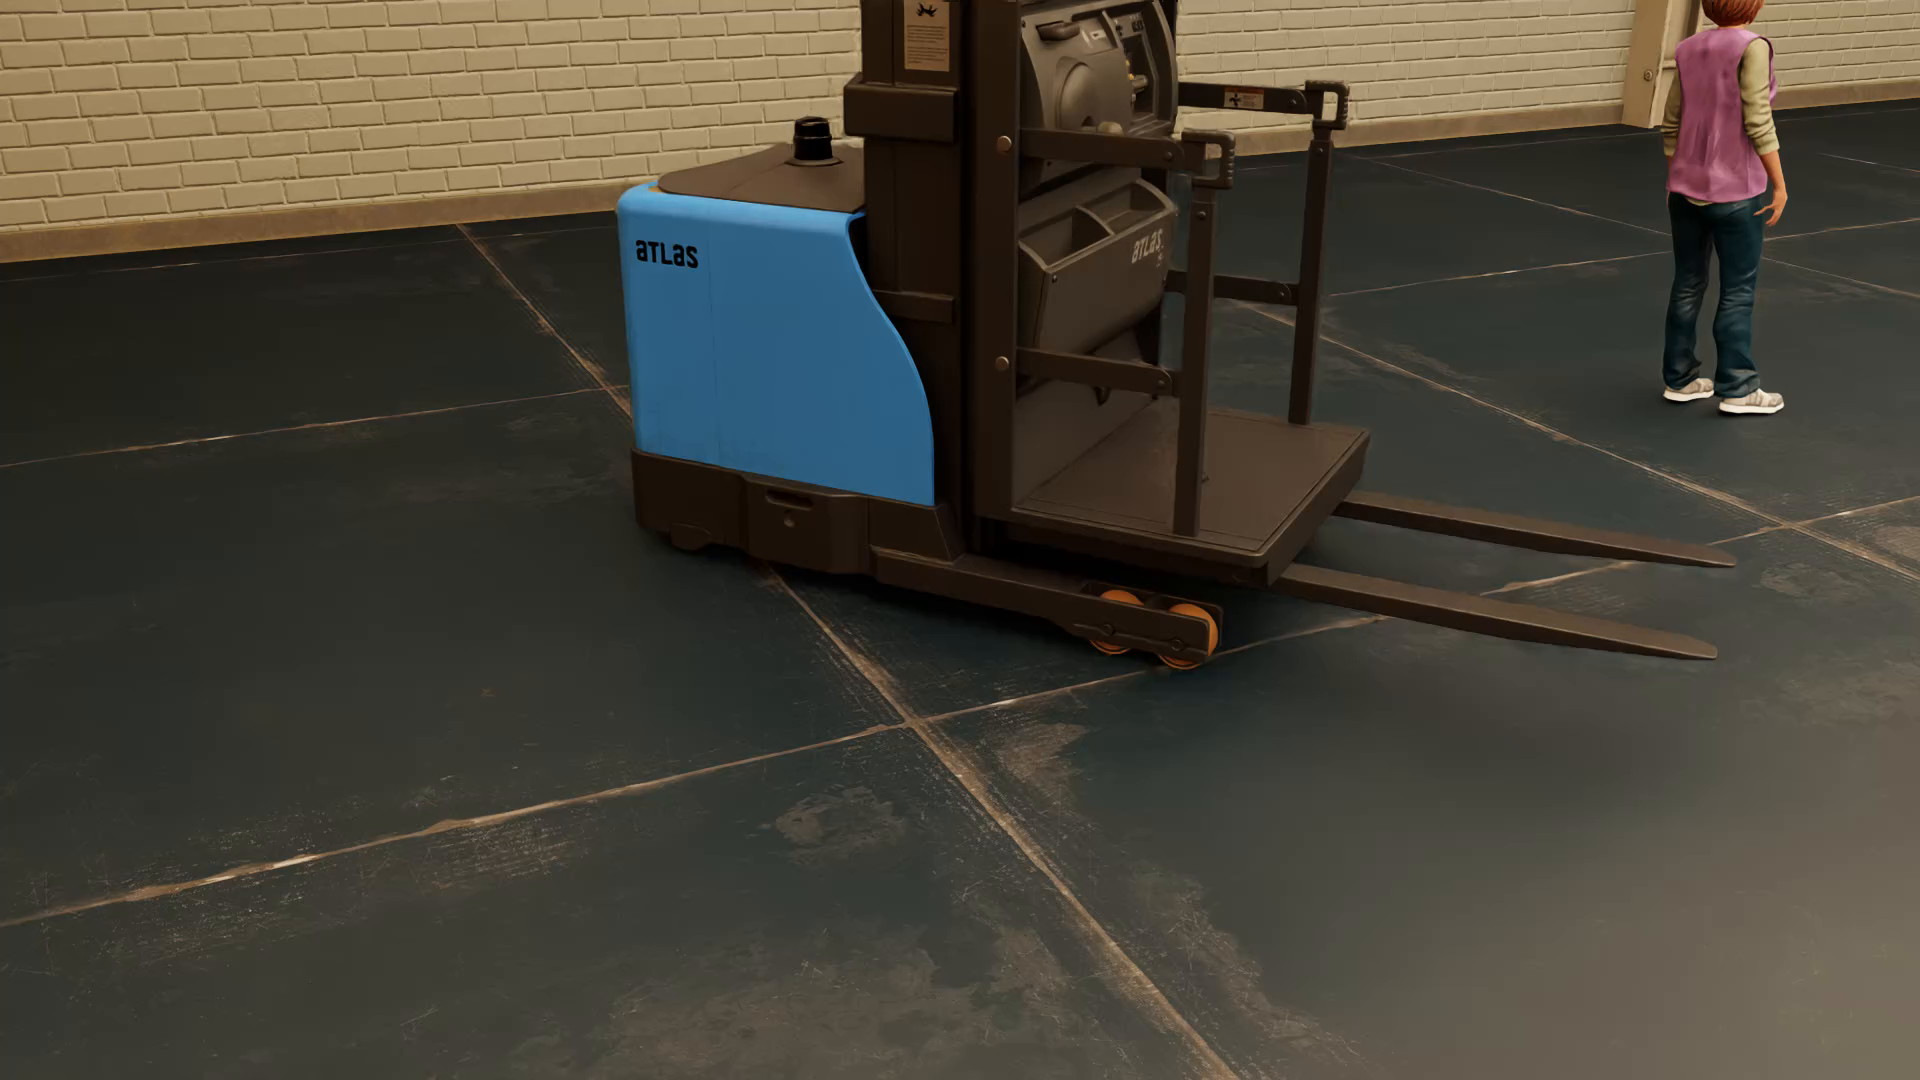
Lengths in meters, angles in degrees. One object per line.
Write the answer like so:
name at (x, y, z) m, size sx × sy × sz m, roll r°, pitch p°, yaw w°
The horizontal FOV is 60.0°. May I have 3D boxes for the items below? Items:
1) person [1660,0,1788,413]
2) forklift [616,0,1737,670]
person at (2.814, -1.270, 6.077) m, size 0.454 × 1.605 × 0.504 m, roll -10°, pitch 25°, yaw -23°
forklift at (0.560, -1.251, 4.297) m, size 3.031 × 2.935 × 1.130 m, roll 11°, pitch 25°, yaw 25°
